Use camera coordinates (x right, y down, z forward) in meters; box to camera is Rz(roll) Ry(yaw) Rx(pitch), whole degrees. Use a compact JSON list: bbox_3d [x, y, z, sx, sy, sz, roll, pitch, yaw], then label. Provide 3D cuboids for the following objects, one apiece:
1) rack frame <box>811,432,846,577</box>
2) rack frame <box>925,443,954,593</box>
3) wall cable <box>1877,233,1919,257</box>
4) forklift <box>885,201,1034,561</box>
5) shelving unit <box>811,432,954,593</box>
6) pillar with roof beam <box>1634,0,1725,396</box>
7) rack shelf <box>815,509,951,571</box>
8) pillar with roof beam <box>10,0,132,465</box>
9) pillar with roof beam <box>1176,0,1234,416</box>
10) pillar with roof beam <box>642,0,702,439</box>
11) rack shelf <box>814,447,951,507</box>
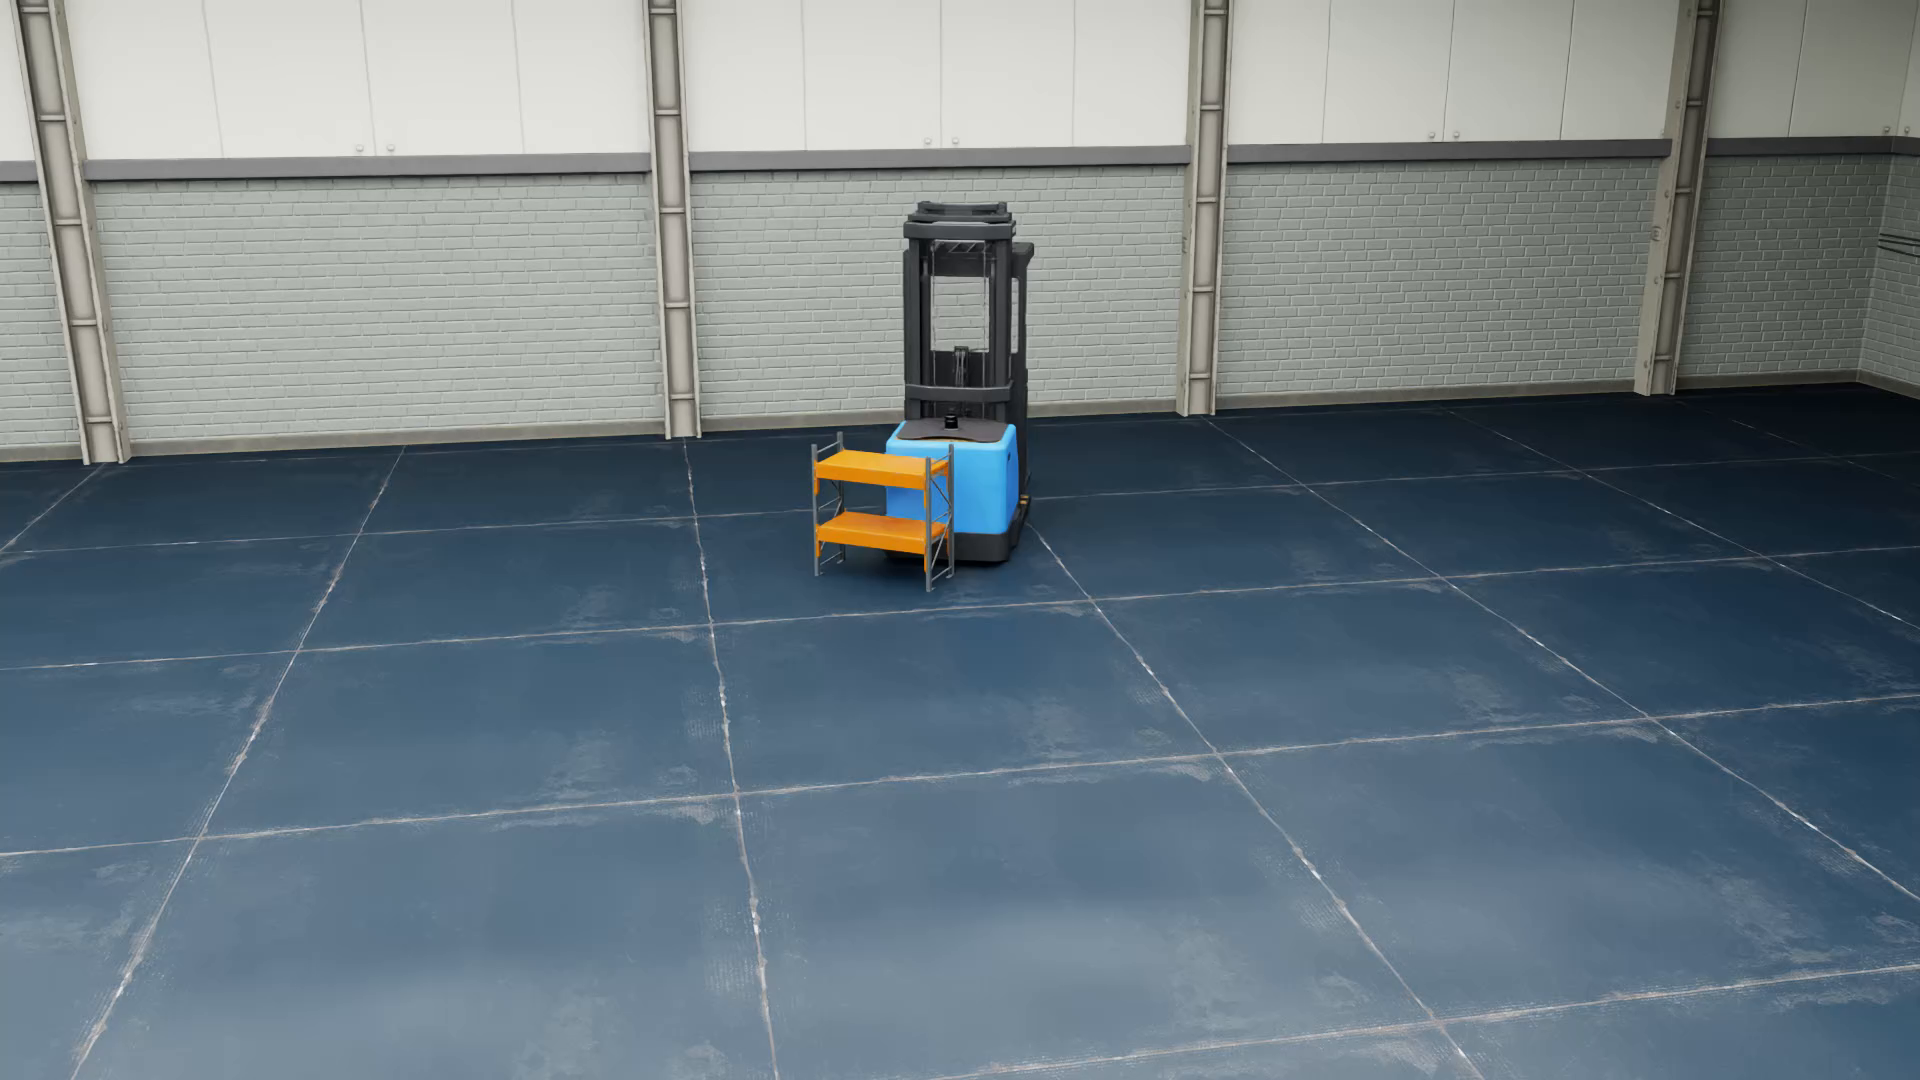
[{"bbox_3d":[-1.094,-0.300,13.870,0.032,1.125,0.500,7,19,22],"label":"rack frame"},{"bbox_3d":[-0.161,-0.181,13.485,0.032,1.125,0.500,7,19,22],"label":"rack frame"},{"bbox_3d":[11.825,-4.445,19.245,0.112,2.526,3.097,-3,17,-10],"label":"wall cable"},{"bbox_3d":[0.076,-1.610,15.060,1.130,2.935,3.031,2,17,7],"label":"forklift"},{"bbox_3d":[-0.628,-0.240,13.678,1.048,1.125,0.538,7,19,22],"label":"shelving unit"},{"bbox_3d":[9.498,-4.905,15.455,0.400,9.000,9.100,-3,17,-10],"label":"pillar with roof beam"},{"bbox_3d":[-0.628,-0.007,13.750,1.000,0.278,0.538,7,19,22],"label":"rack shelf"},{"bbox_3d":[-8.175,-3.902,12.191,0.400,9.000,9.100,-3,17,-10],"label":"pillar with roof beam"},{"bbox_3d":[3.607,-4.571,14.367,0.400,9.000,9.100,-3,17,-10],"label":"pillar with roof beam"},{"bbox_3d":[-2.284,-4.237,13.279,0.400,9.000,9.100,-3,17,-10],"label":"pillar with roof beam"},{"bbox_3d":[-0.628,-0.520,13.592,1.000,0.278,0.538,7,19,22],"label":"rack shelf"}]
